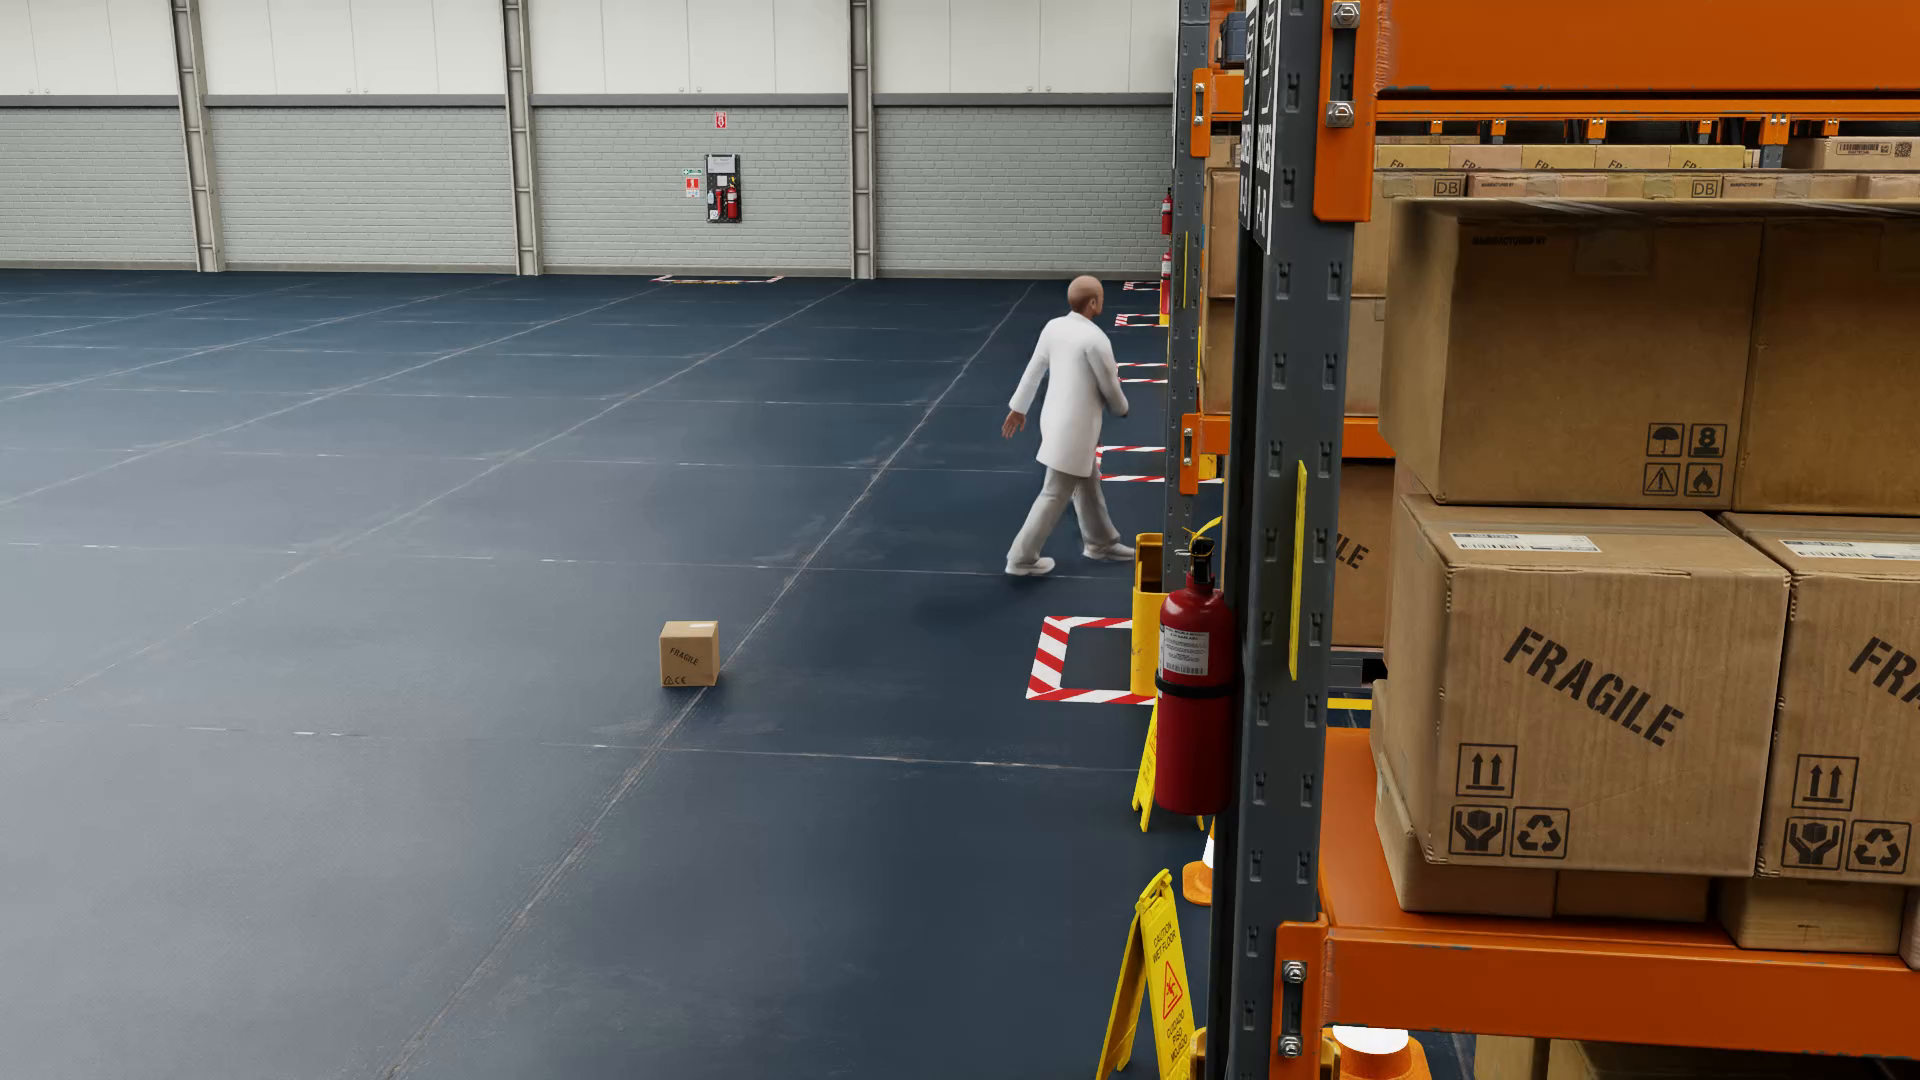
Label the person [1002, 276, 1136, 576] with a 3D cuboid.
[{"bbox_3d":[0.690,-0.667,9.656,0.975,1.742,0.690,-7,16,-27],"label":"person"}]
